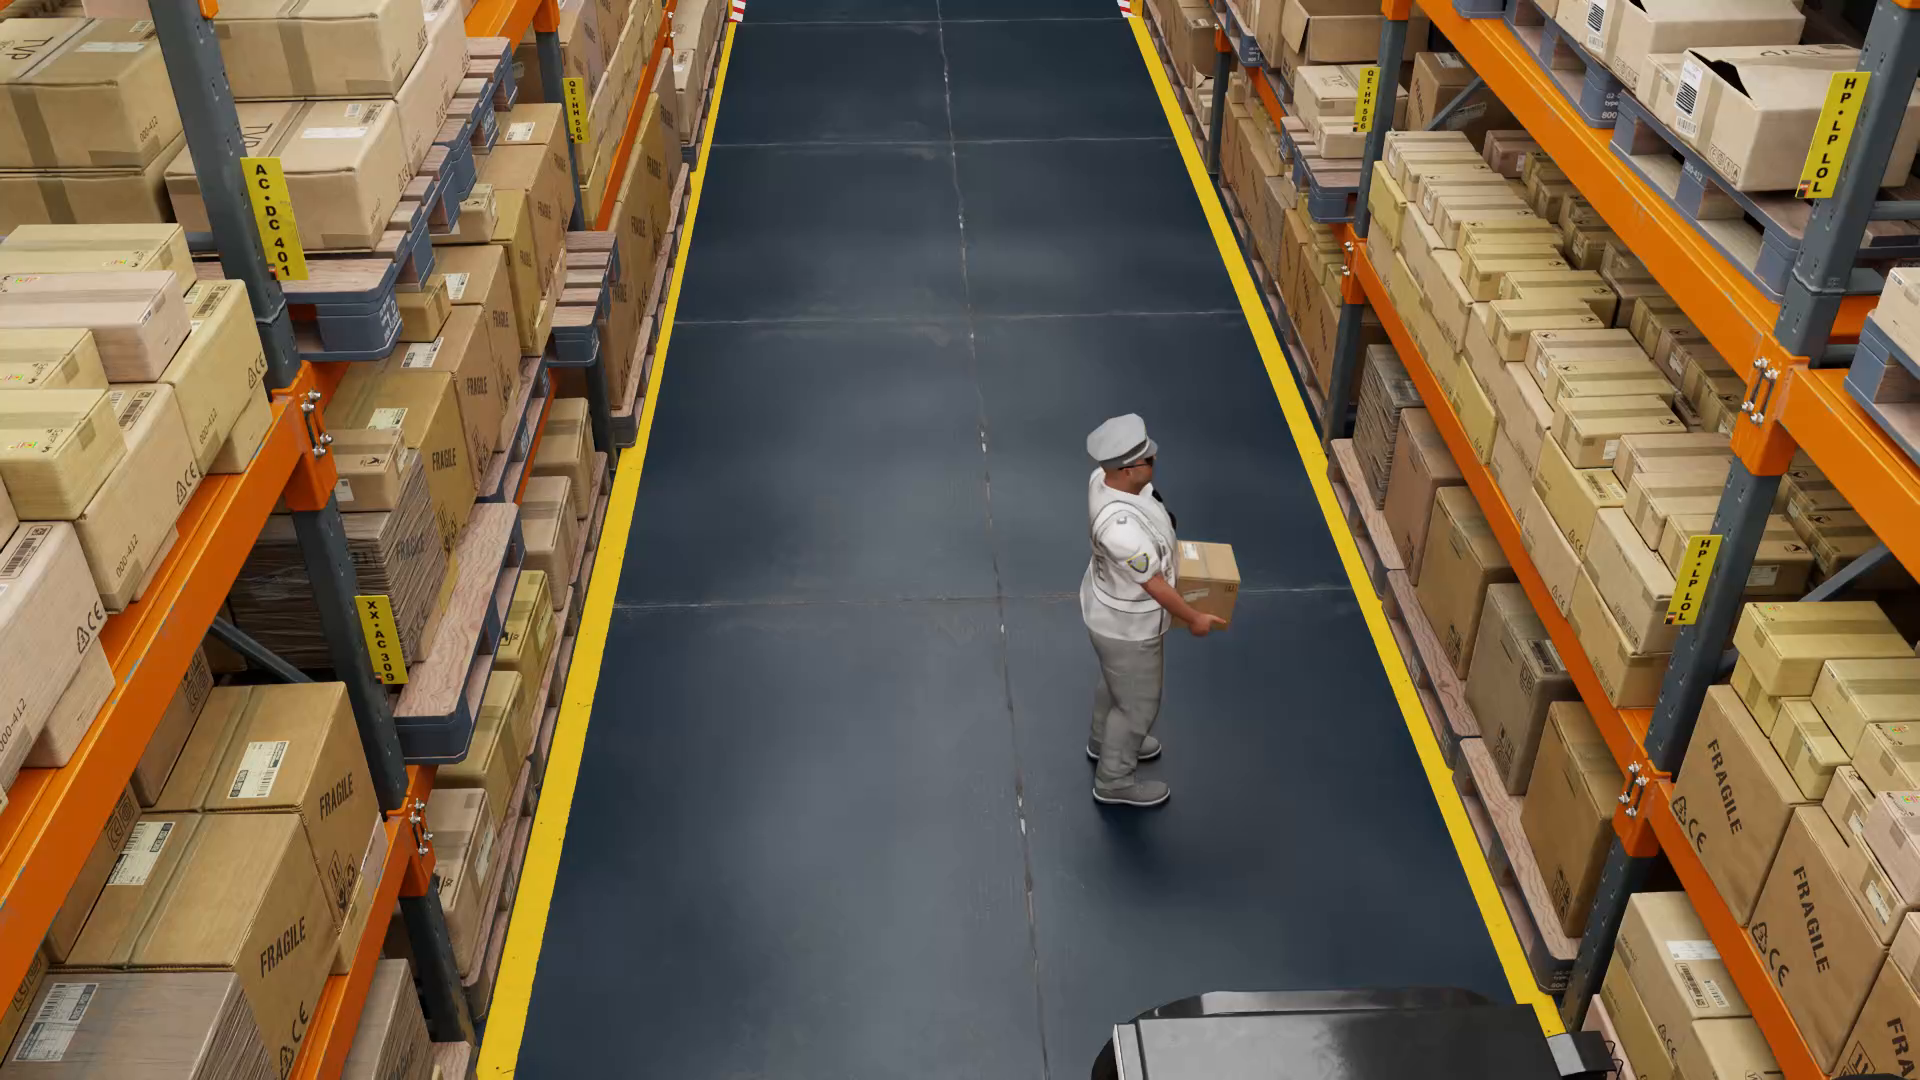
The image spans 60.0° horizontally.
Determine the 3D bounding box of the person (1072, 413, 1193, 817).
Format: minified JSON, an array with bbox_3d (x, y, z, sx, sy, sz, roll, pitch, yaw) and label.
[{"bbox_3d":[0.674,0.291,6.725,0.436,1.746,0.588,-3,35,-4],"label":"person"}]
